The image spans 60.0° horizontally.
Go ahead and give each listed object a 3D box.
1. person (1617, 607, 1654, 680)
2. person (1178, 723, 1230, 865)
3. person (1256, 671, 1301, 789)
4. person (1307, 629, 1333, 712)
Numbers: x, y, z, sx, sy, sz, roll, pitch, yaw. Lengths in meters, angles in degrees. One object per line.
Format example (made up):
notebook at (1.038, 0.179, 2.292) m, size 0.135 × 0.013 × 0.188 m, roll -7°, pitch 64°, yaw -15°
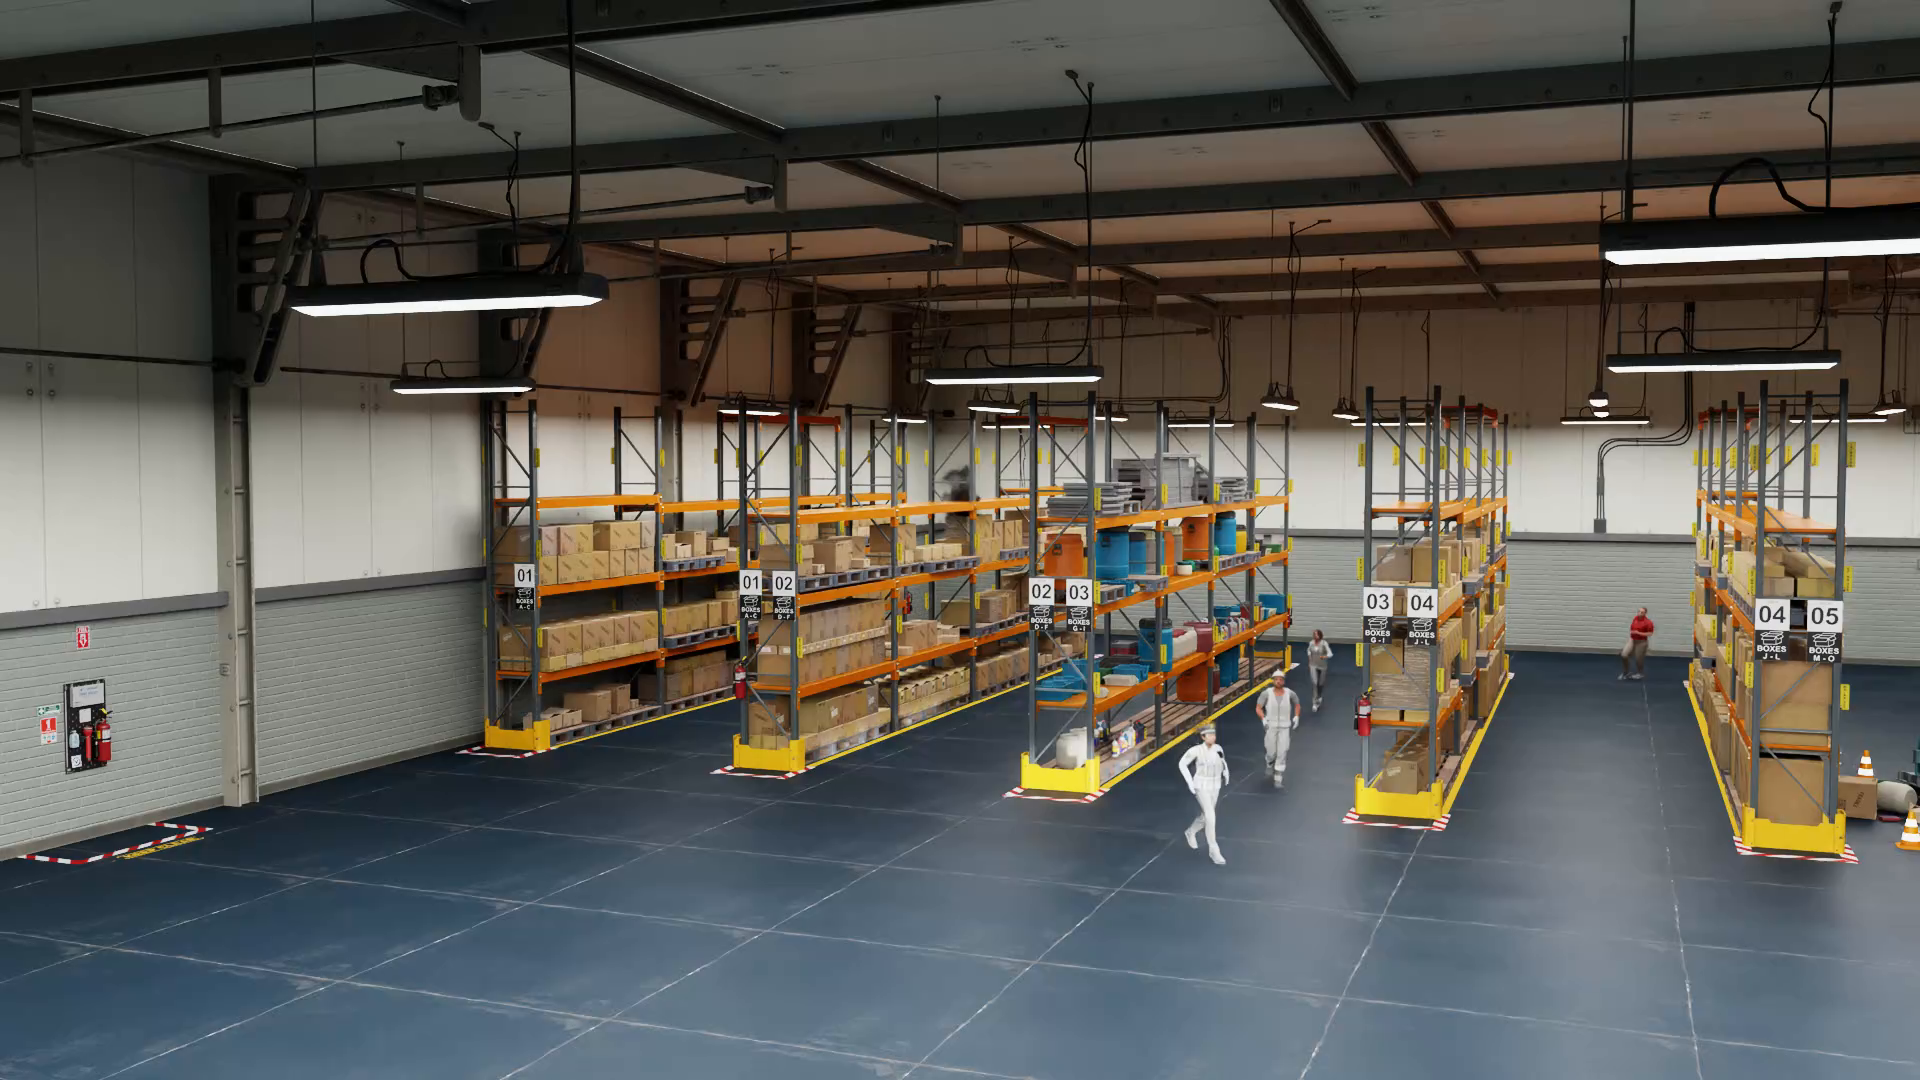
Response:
person at (15.218, 2.340, 37.308) m, size 0.727 × 1.706 × 0.798 m, roll -2°, pitch 3°, yaw -31°
person at (3.083, 3.131, 20.823) m, size 0.621 × 1.709 × 0.855 m, roll -2°, pitch 3°, yaw -30°
person at (4.873, 2.871, 25.444) m, size 0.683 × 1.771 × 0.717 m, roll 0°, pitch 3°, yaw 7°
person at (7.145, 2.571, 33.073) m, size 0.524 × 1.613 × 0.820 m, roll 1°, pitch 3°, yaw 20°
